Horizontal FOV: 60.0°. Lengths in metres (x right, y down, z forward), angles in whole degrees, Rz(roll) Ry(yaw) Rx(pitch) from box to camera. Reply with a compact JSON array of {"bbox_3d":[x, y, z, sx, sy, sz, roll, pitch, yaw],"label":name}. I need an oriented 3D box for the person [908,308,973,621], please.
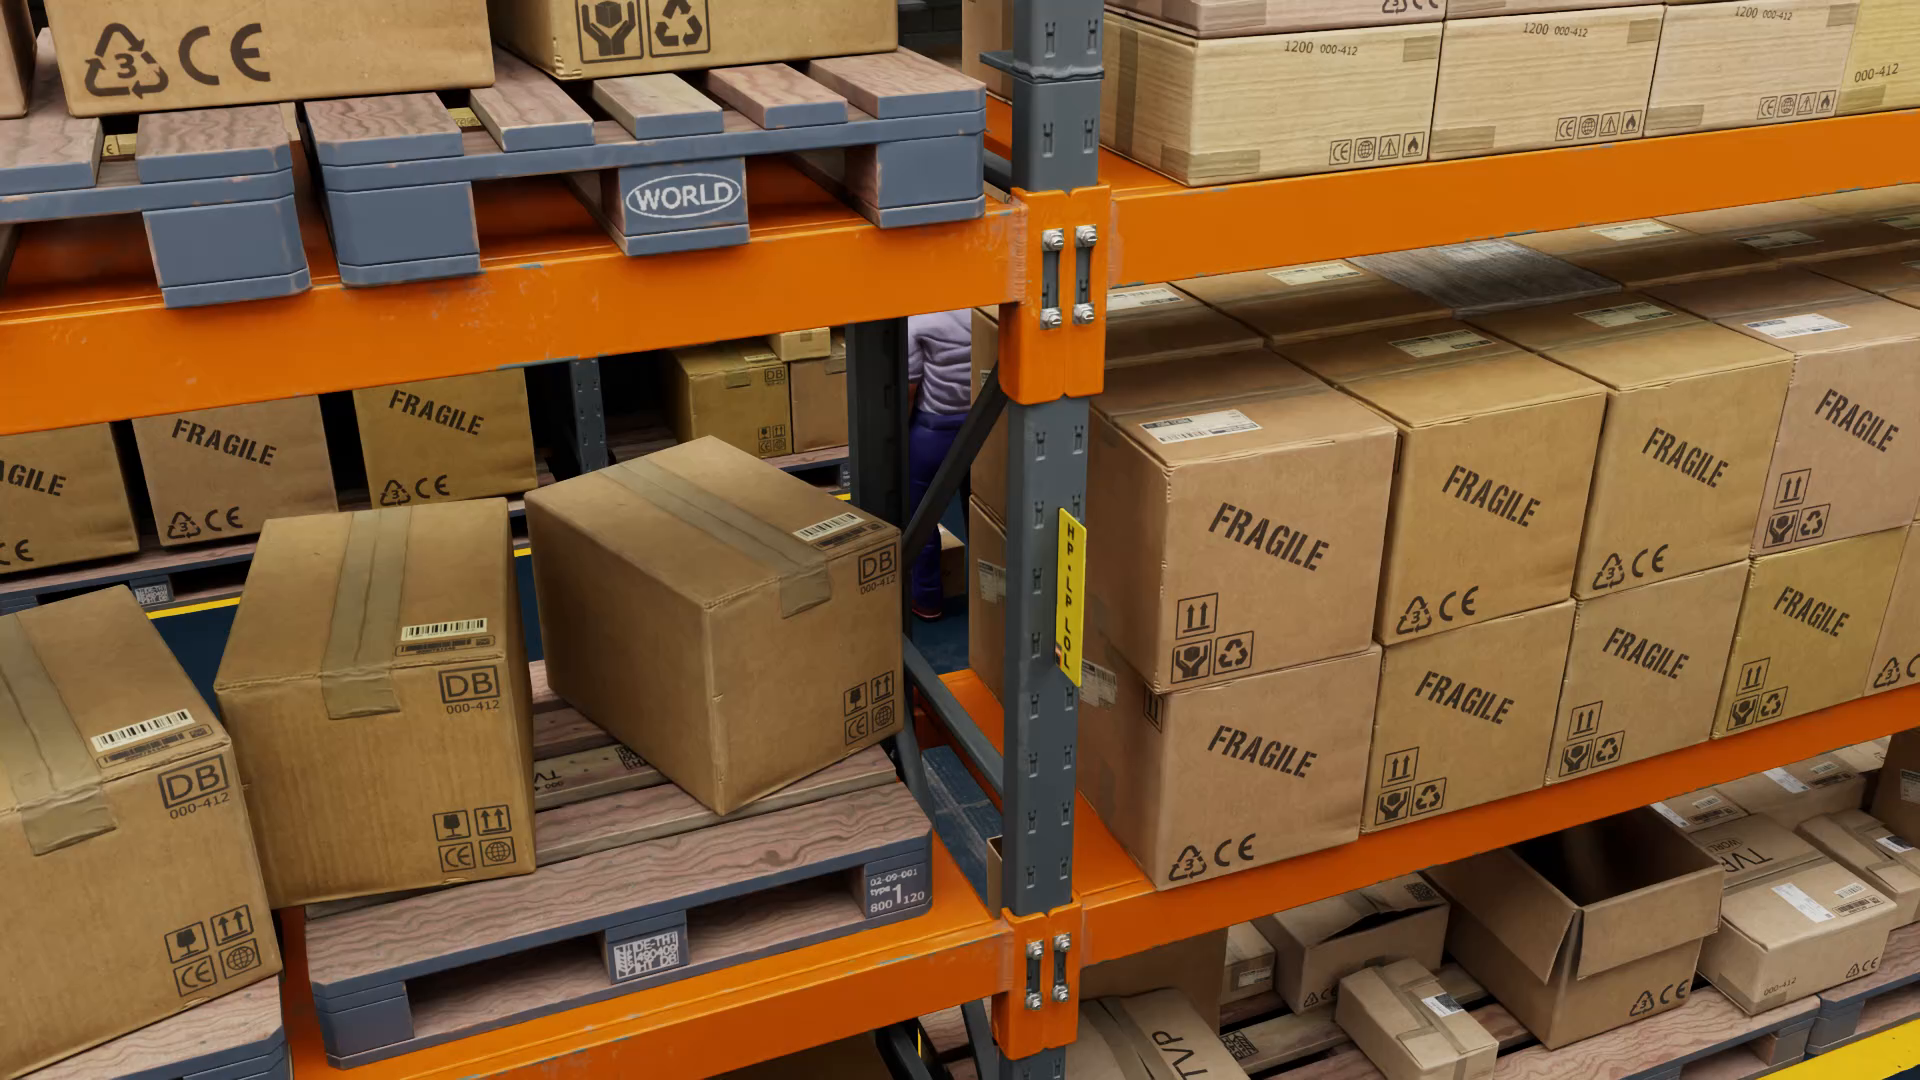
[{"bbox_3d":[-0.049,-0.433,7.007,0.537,1.651,0.420,-11,28,-21],"label":"person"}]
